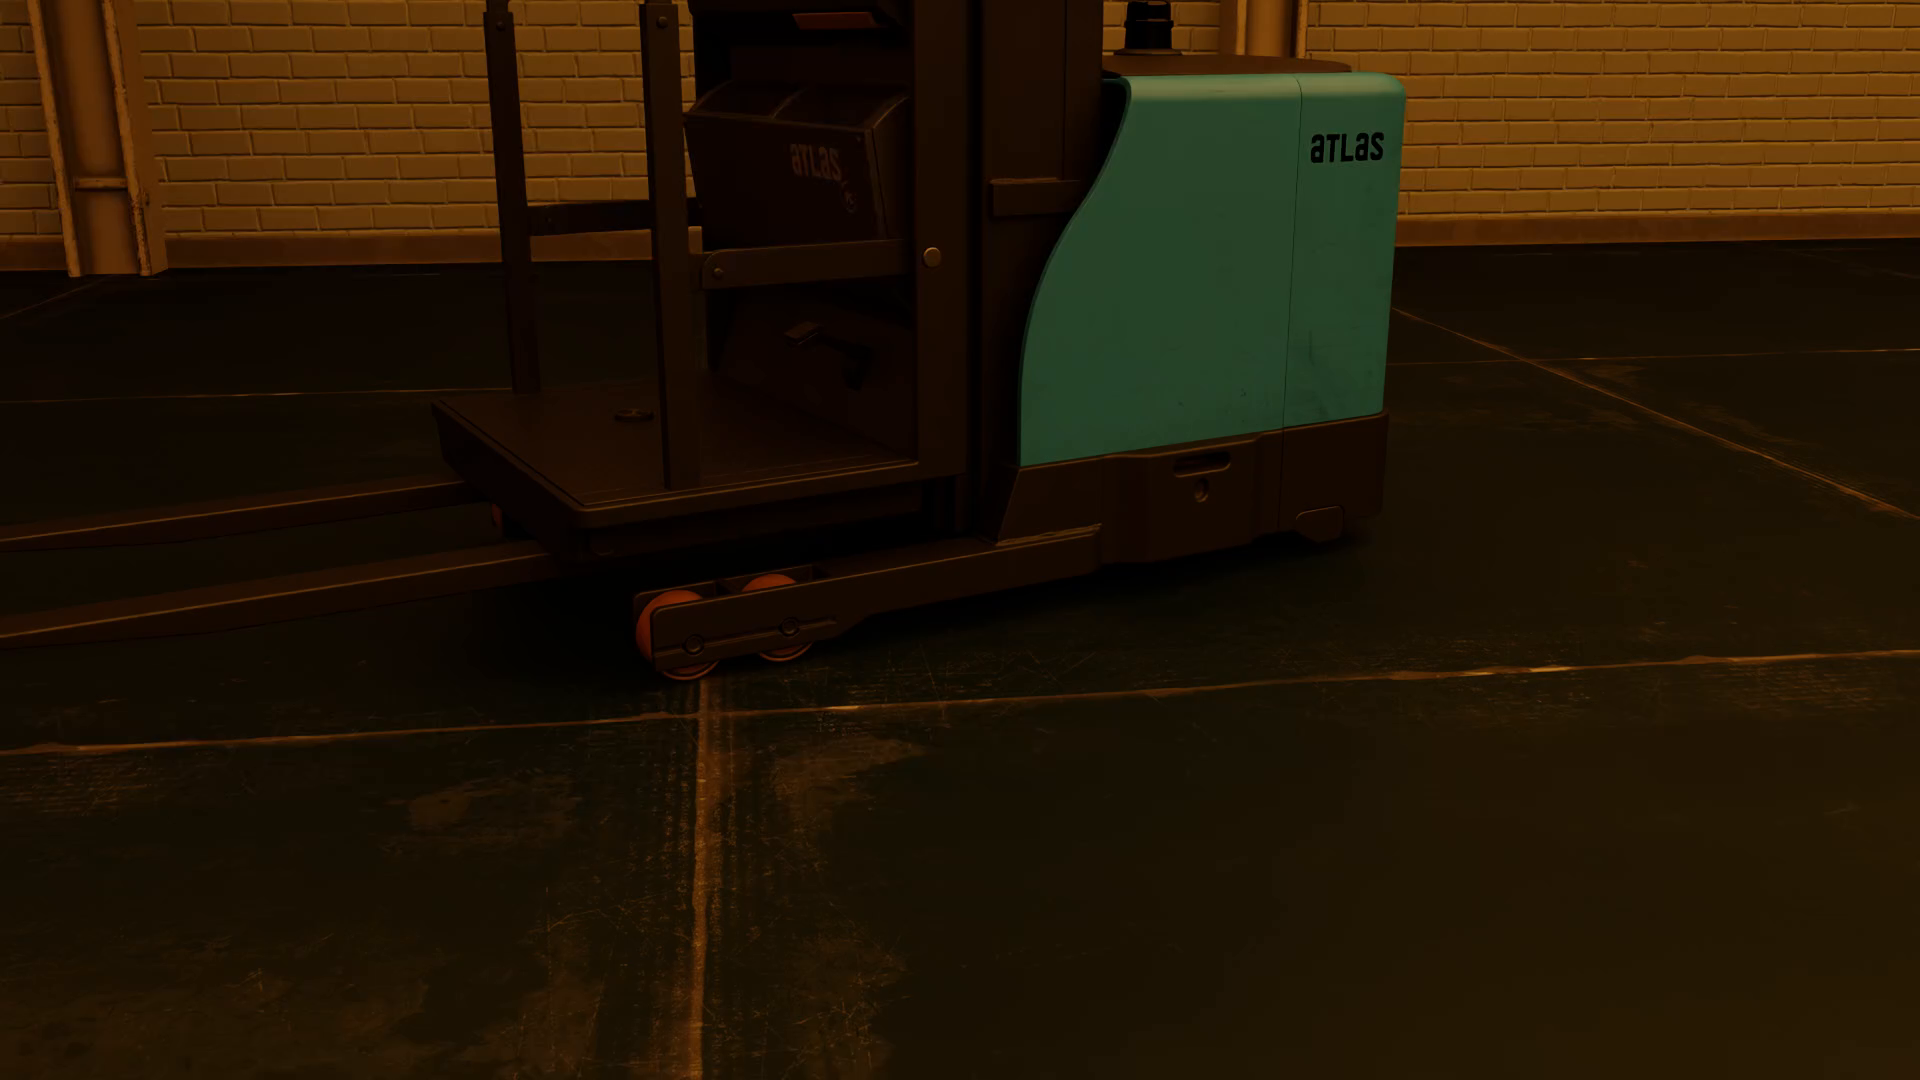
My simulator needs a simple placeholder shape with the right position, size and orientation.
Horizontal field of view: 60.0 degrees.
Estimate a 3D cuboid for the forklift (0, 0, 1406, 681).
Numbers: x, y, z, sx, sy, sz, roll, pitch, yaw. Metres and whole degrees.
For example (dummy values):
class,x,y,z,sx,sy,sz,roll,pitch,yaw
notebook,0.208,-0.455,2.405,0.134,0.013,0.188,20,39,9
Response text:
class,x,y,z,sx,sy,sz,roll,pitch,yaw
forklift,-0.526,-1.315,3.251,3.031,2.935,1.130,-10,19,-29
